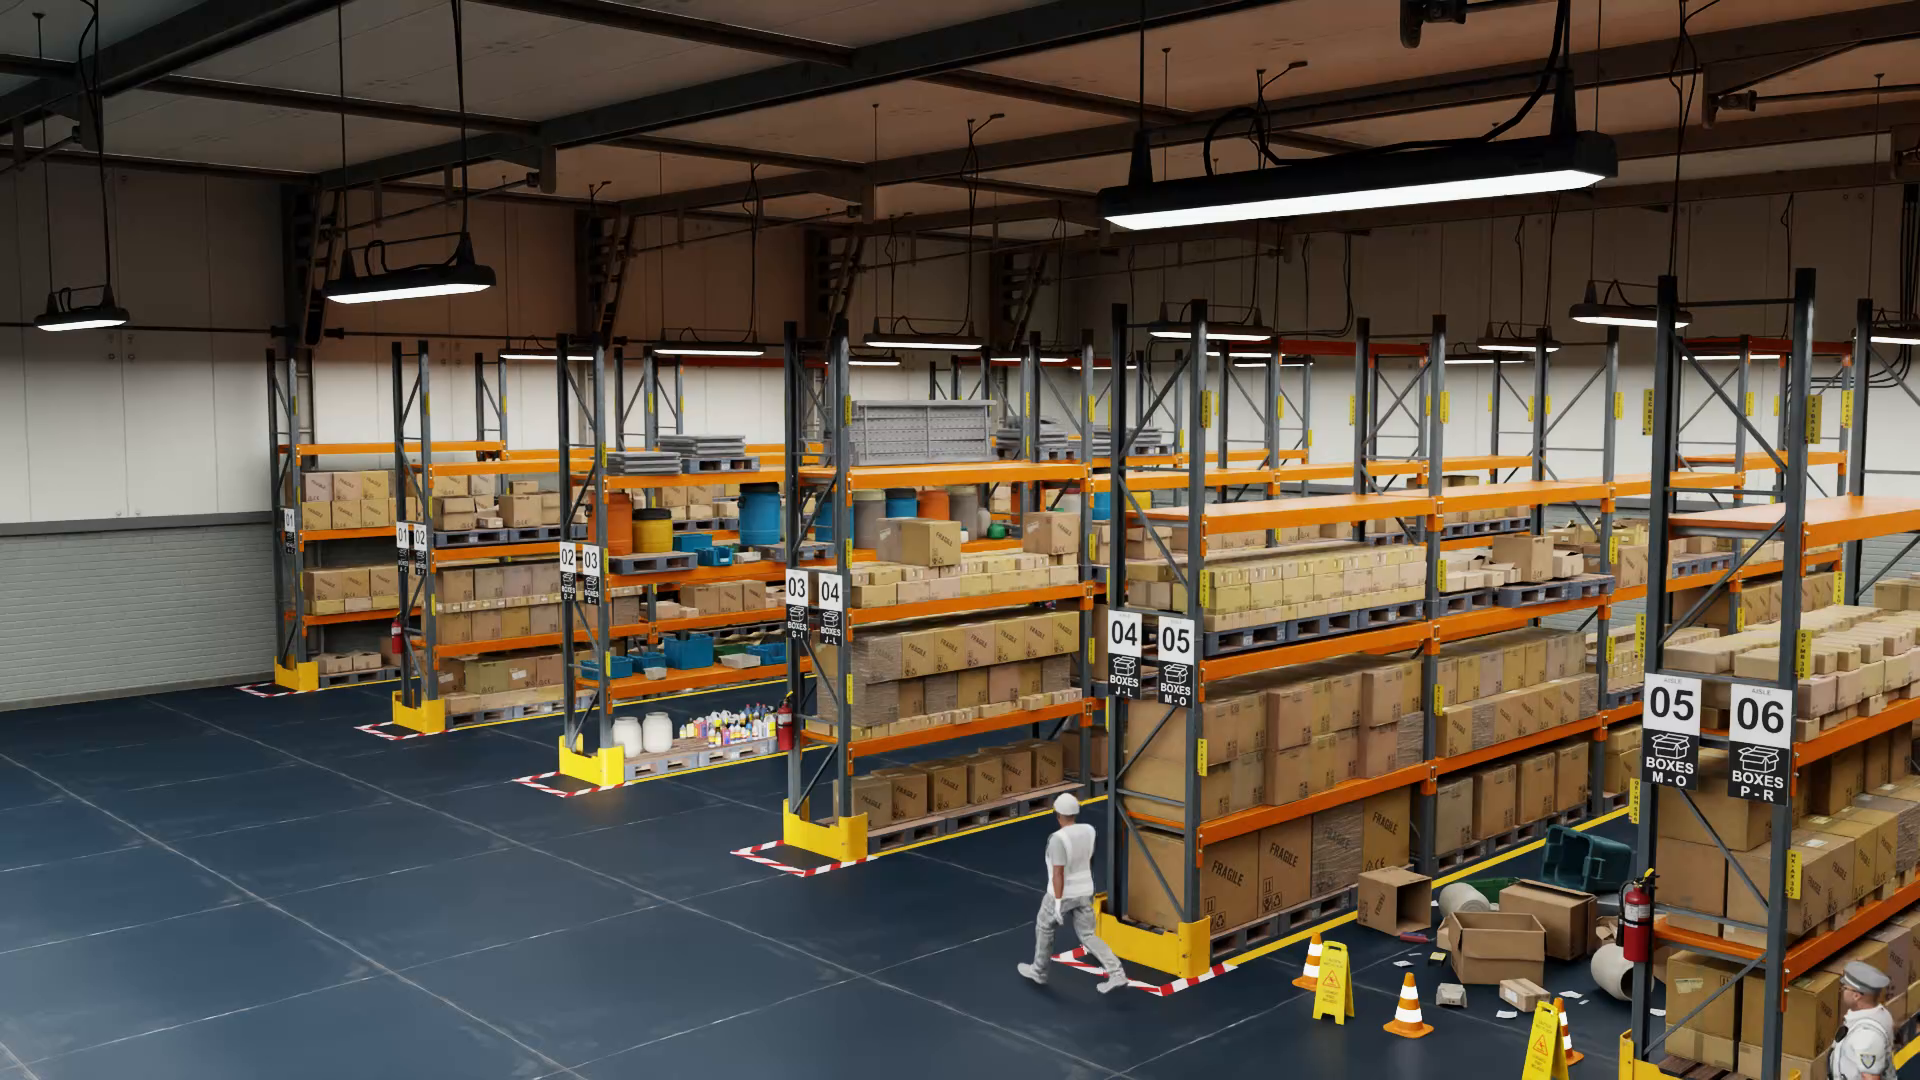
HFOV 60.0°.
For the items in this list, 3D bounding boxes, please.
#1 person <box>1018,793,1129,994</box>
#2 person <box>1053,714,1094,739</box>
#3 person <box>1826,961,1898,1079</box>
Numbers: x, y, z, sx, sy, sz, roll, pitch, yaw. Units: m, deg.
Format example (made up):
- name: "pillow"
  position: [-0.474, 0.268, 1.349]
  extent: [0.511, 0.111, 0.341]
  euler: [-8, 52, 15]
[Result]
- name: "person"
  position: [0.969, 3.059, 14.405]
  extent: [0.630, 1.731, 1.117]
  euler: [-4, 7, -41]
- name: "person"
  position: [1.676, 2.162, 25.067]
  extent: [0.992, 1.625, 0.464]
  euler: [-4, 6, -37]
- name: "person"
  position: [5.537, 3.419, 10.058]
  extent: [0.953, 1.730, 0.560]
  euler: [3, 6, 32]
